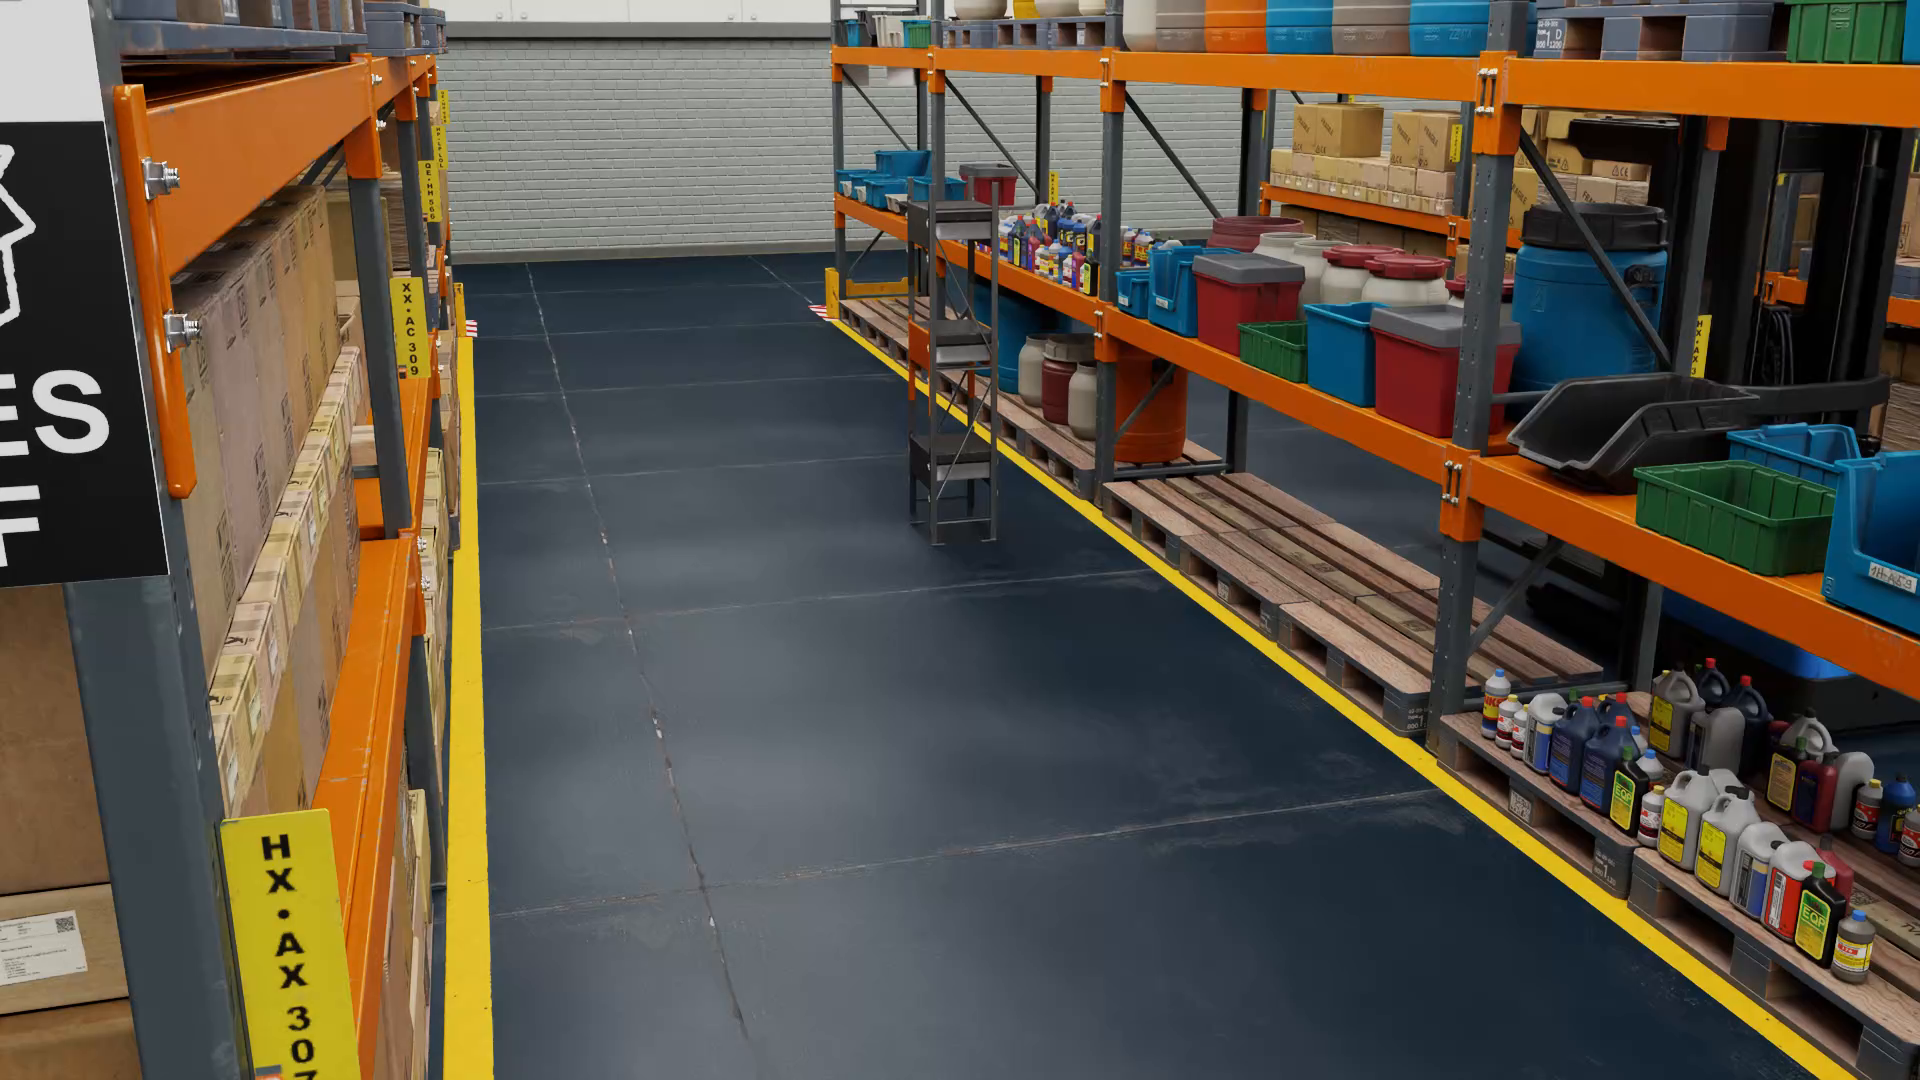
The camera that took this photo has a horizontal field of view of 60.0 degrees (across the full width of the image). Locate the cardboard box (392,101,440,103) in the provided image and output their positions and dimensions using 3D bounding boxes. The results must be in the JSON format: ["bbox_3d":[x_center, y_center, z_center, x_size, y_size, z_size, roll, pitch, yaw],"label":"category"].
[{"bbox_3d":[-5.218,-3.931,15.912,0.500,0.500,0.500,-5,17,-16],"label":"cardboard box"}]

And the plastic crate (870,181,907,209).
[{"bbox_3d":[-0.646,-3.303,15.921,0.416,0.233,0.300,-5,17,-15],"label":"plastic crate"}]

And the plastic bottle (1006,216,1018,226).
[{"bbox_3d":[0.419,-2.328,12.703,0.152,0.276,0.135,-5,17,-15],"label":"plastic bottle"}]

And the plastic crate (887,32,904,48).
[{"bbox_3d":[-0.458,-4.422,14.702,0.293,0.136,0.466,-5,17,-15],"label":"plastic crate"}]

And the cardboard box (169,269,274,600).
[{"bbox_3d":[-1.628,-0.178,2.902,0.700,0.500,0.500,-5,17,-15],"label":"cardboard box"}]

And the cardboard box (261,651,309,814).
[{"bbox_3d":[-1.604,0.460,3.034,0.700,0.500,0.500,-5,17,-15],"label":"cardboard box"}]

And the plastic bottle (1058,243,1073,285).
[{"bbox_3d":[0.705,-1.851,11.123,0.097,0.271,0.097,0,17,0],"label":"plastic bottle"}]

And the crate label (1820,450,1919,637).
[{"bbox_3d":[2.790,0.025,4.593,0.502,0.435,0.616,-5,17,-15],"label":"crate label"}]

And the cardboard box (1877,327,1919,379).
[{"bbox_3d":[6.332,-1.264,11.224,0.500,0.250,0.500,-4,17,-13],"label":"cardboard box"}]

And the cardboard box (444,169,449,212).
[{"bbox_3d":[-5.074,-3.308,15.576,0.500,0.500,0.500,-5,17,-15],"label":"cardboard box"}]

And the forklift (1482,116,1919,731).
[{"bbox_3d":[3.592,-0.974,8.101,1.130,2.935,3.031,-5,17,-15],"label":"forklift"}]

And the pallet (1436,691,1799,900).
[{"bbox_3d":[2.601,0.948,6.430,1.003,0.211,1.213,-5,17,-15],"label":"pallet"}]

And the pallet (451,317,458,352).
[{"bbox_3d":[-5.364,-1.928,16.005,1.003,0.211,1.213,-5,17,-15],"label":"pallet"}]

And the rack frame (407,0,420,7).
[{"bbox_3d":[-4.506,-5.272,11.861,1.000,3.000,0.127,-5,17,-15],"label":"rack frame"}]

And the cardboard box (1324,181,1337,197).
[{"bbox_3d":[4.057,-3.687,17.451,0.380,0.149,0.250,-5,17,-16],"label":"cardboard box"}]

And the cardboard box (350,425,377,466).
[{"bbox_3d":[-2.354,-0.327,6.263,0.380,0.149,0.250,-5,17,-15],"label":"cardboard box"}]

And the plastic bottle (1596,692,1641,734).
[{"bbox_3d":[2.418,0.726,6.161,0.144,0.351,0.185,-5,17,-15],"label":"plastic bottle"}]

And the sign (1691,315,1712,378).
[{"bbox_3d":[2.988,-0.750,6.753,0.100,0.325,0.005,-5,17,-15],"label":"sign"}]

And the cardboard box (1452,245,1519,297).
[{"bbox_3d":[5.215,-2.189,14.989,1.225,0.875,0.875,-5,17,-15],"label":"cardboard box"}]

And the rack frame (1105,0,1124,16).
[{"bbox_3d":[1.357,-4.556,9.478,1.000,3.000,0.127,-5,17,-15],"label":"rack frame"}]

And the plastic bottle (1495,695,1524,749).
[{"bbox_3d":[2.150,0.704,6.495,0.097,0.201,0.097,0,17,0],"label":"plastic bottle"}]

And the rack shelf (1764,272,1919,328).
[{"bbox_3d":[6.669,-1.177,9.907,1.077,0.370,4.000,-5,17,-15],"label":"rack shelf"}]

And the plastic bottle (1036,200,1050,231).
[{"bbox_3d":[0.686,-2.526,13.233,0.144,0.351,0.185,-5,17,-15],"label":"plastic bottle"}]

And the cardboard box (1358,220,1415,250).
[{"bbox_3d":[4.668,-2.802,17.031,0.875,0.875,0.875,-5,17,-15],"label":"cardboard box"}]

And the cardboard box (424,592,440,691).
[{"bbox_3d":[-2.314,0.388,6.520,0.500,0.311,0.500,-5,17,-16],"label":"cardboard box"}]

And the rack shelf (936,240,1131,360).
[{"bbox_3d":[0.807,-1.892,12.286,1.077,0.370,4.000,-5,17,-15],"label":"rack shelf"}]

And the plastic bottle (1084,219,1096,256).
[{"bbox_3d":[1.017,-2.305,12.626,0.152,0.276,0.135,-5,17,-15],"label":"plastic bottle"}]

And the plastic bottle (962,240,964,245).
[{"bbox_3d":[0.061,-2.498,13.279,0.097,0.271,0.097,0,17,0],"label":"plastic bottle"}]

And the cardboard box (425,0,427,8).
[{"bbox_3d":[-4.804,-4.573,14.139,0.500,0.250,0.500,-5,17,-15],"label":"cardboard box"}]

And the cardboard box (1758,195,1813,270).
[{"bbox_3d":[5.745,-2.239,12.020,0.500,0.500,0.500,-4,17,-14],"label":"cardboard box"}]

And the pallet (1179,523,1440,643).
[{"bbox_3d":[1.864,0.207,8.897,1.003,0.211,1.213,-5,17,-15],"label":"pallet"}]

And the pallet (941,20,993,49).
[{"bbox_3d":[0.567,-3.927,12.924,1.213,0.211,1.003,-5,17,-15],"label":"pallet"}]

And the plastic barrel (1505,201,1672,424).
[{"bbox_3d":[2.641,-0.948,7.021,0.600,0.901,0.708,-5,17,-15],"label":"plastic barrel"}]

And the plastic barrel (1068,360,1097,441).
[{"bbox_3d":[0.965,-0.976,11.581,0.421,0.512,0.421,0,17,0],"label":"plastic barrel"}]

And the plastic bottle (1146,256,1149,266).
[{"bbox_3d":[1.307,-1.846,11.229,0.097,0.201,0.097,0,17,0],"label":"plastic bottle"}]

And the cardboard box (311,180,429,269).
[{"bbox_3d":[-3.756,-1.975,10.409,0.700,0.500,0.500,-1,17,-5],"label":"cardboard box"}]

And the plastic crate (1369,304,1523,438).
[{"bbox_3d":[2.029,-0.717,7.014,0.402,0.464,0.583,-5,17,-15],"label":"plastic crate"}]

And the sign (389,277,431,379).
[{"bbox_3d":[-1.774,-0.683,5.369,0.100,0.325,0.005,-5,17,-15],"label":"sign"}]

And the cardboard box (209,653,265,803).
[{"bbox_3d":[-1.251,0.294,2.457,0.380,0.149,0.250,-5,17,-15],"label":"cardboard box"}]

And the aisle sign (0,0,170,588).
[{"bbox_3d":[-0.896,-0.331,1.320,0.394,0.787,0.004,-5,17,-15],"label":"aisle sign"}]

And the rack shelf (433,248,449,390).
[{"bbox_3d":[-3.956,-1.501,10.986,1.077,0.370,4.000,-5,17,-15],"label":"rack shelf"}]

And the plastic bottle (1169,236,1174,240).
[{"bbox_3d":[1.429,-1.941,11.403,0.061,0.283,0.133,-5,17,-15],"label":"plastic bottle"}]

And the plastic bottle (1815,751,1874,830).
[{"bbox_3d":[3.093,0.860,5.844,0.152,0.276,0.135,-4,17,-14],"label":"plastic bottle"}]

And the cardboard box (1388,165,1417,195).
[{"bbox_3d":[4.502,-3.496,16.120,0.500,0.250,0.500,-4,17,-14],"label":"cardboard box"}]

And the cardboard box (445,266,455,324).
[{"bbox_3d":[-5.219,-2.388,16.268,0.500,0.500,0.500,-5,17,-15],"label":"cardboard box"}]

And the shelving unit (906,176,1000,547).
[{"bbox_3d":[-0.045,-1.051,9.802,0.431,2.100,0.503,-5,17,-15],"label":"shelving unit"}]

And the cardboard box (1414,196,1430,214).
[{"bbox_3d":[4.550,-3.191,15.796,0.380,0.149,0.250,-4,17,-14],"label":"cardboard box"}]

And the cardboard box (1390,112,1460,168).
[{"bbox_3d":[4.503,-3.856,16.014,0.500,0.500,0.500,-5,17,-15],"label":"cardboard box"}]

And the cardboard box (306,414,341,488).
[{"bbox_3d":[-1.749,-0.205,4.118,0.380,0.149,0.250,-5,17,-16],"label":"cardboard box"}]

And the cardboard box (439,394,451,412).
[{"bbox_3d":[-3.406,-0.599,10.312,0.500,0.500,0.500,-5,18,-17],"label":"cardboard box"}]

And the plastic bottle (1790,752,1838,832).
[{"bbox_3d":[2.991,0.865,5.815,0.061,0.283,0.133,-5,17,-15],"label":"plastic bottle"}]

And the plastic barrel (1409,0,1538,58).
[{"bbox_3d":[2.108,-2.377,6.565,0.600,0.901,0.708,-5,17,-15],"label":"plastic barrel"}]

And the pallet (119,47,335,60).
[{"bbox_3d":[-2.562,-1.774,5.762,0.805,0.209,1.217,-5,18,-17],"label":"pallet"}]

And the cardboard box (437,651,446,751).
[{"bbox_3d":[-2.319,0.657,6.600,0.500,0.250,0.500,-4,17,-14],"label":"cardboard box"}]

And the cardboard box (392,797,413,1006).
[{"bbox_3d":[-1.703,0.959,4.292,0.500,0.500,0.500,-5,17,-15],"label":"cardboard box"}]

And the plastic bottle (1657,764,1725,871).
[{"bbox_3d":[2.448,0.907,5.558,0.144,0.351,0.185,-5,17,-16],"label":"plastic bottle"}]
